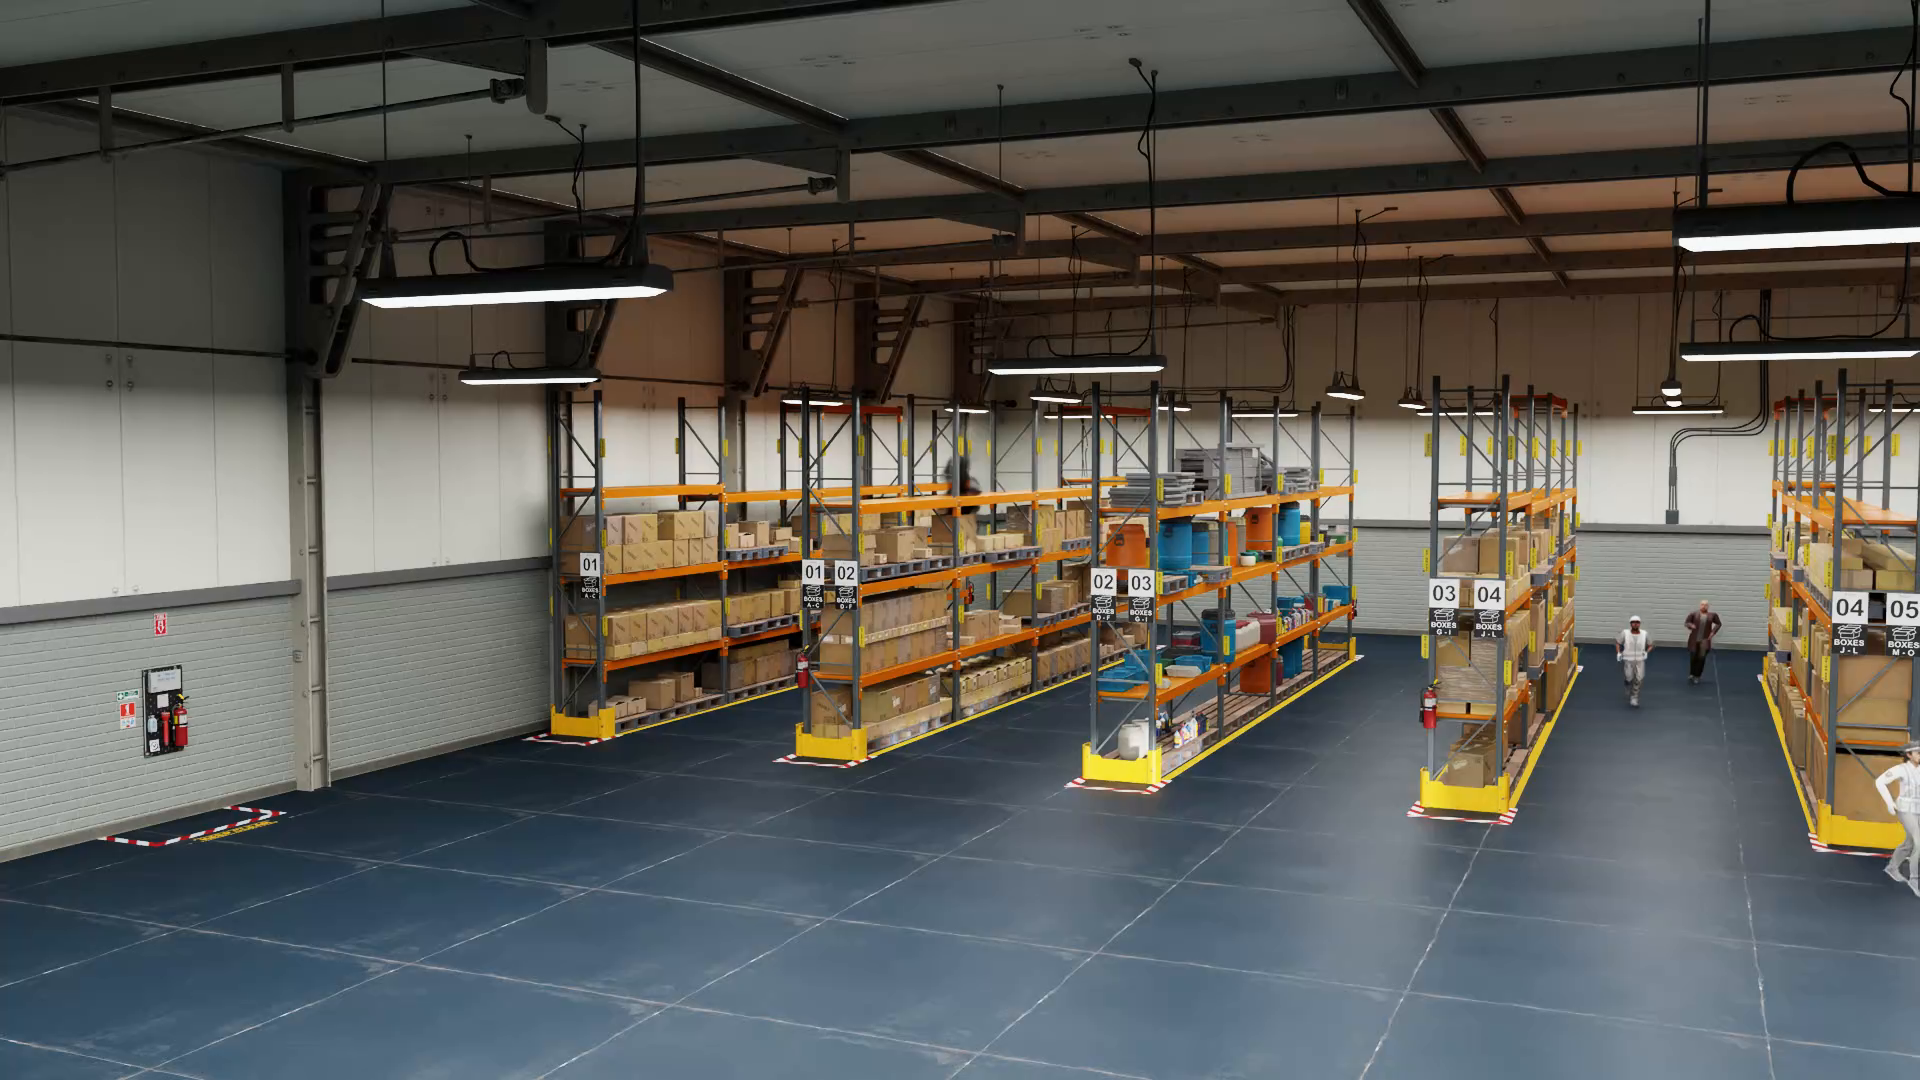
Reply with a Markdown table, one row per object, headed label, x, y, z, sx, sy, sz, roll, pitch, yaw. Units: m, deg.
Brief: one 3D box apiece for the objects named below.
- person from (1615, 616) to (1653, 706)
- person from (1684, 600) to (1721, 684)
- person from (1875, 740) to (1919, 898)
| label | x | y | z | sx | sy | sz | roll | pitch | yaw |
| --- | --- | --- | --- | --- | --- | --- | --- | --- | --- |
| person | 13.168 | 2.348 | 32.467 | 0.686 | 1.738 | 0.604 | 1 | 3 | 16 |
| person | 15.781 | 2.184 | 35.381 | 0.708 | 1.818 | 0.783 | 2 | 4 | 31 |
| person | 10.734 | 3.119 | 18.761 | 0.580 | 1.753 | 0.755 | -1 | 3 | -19 |
